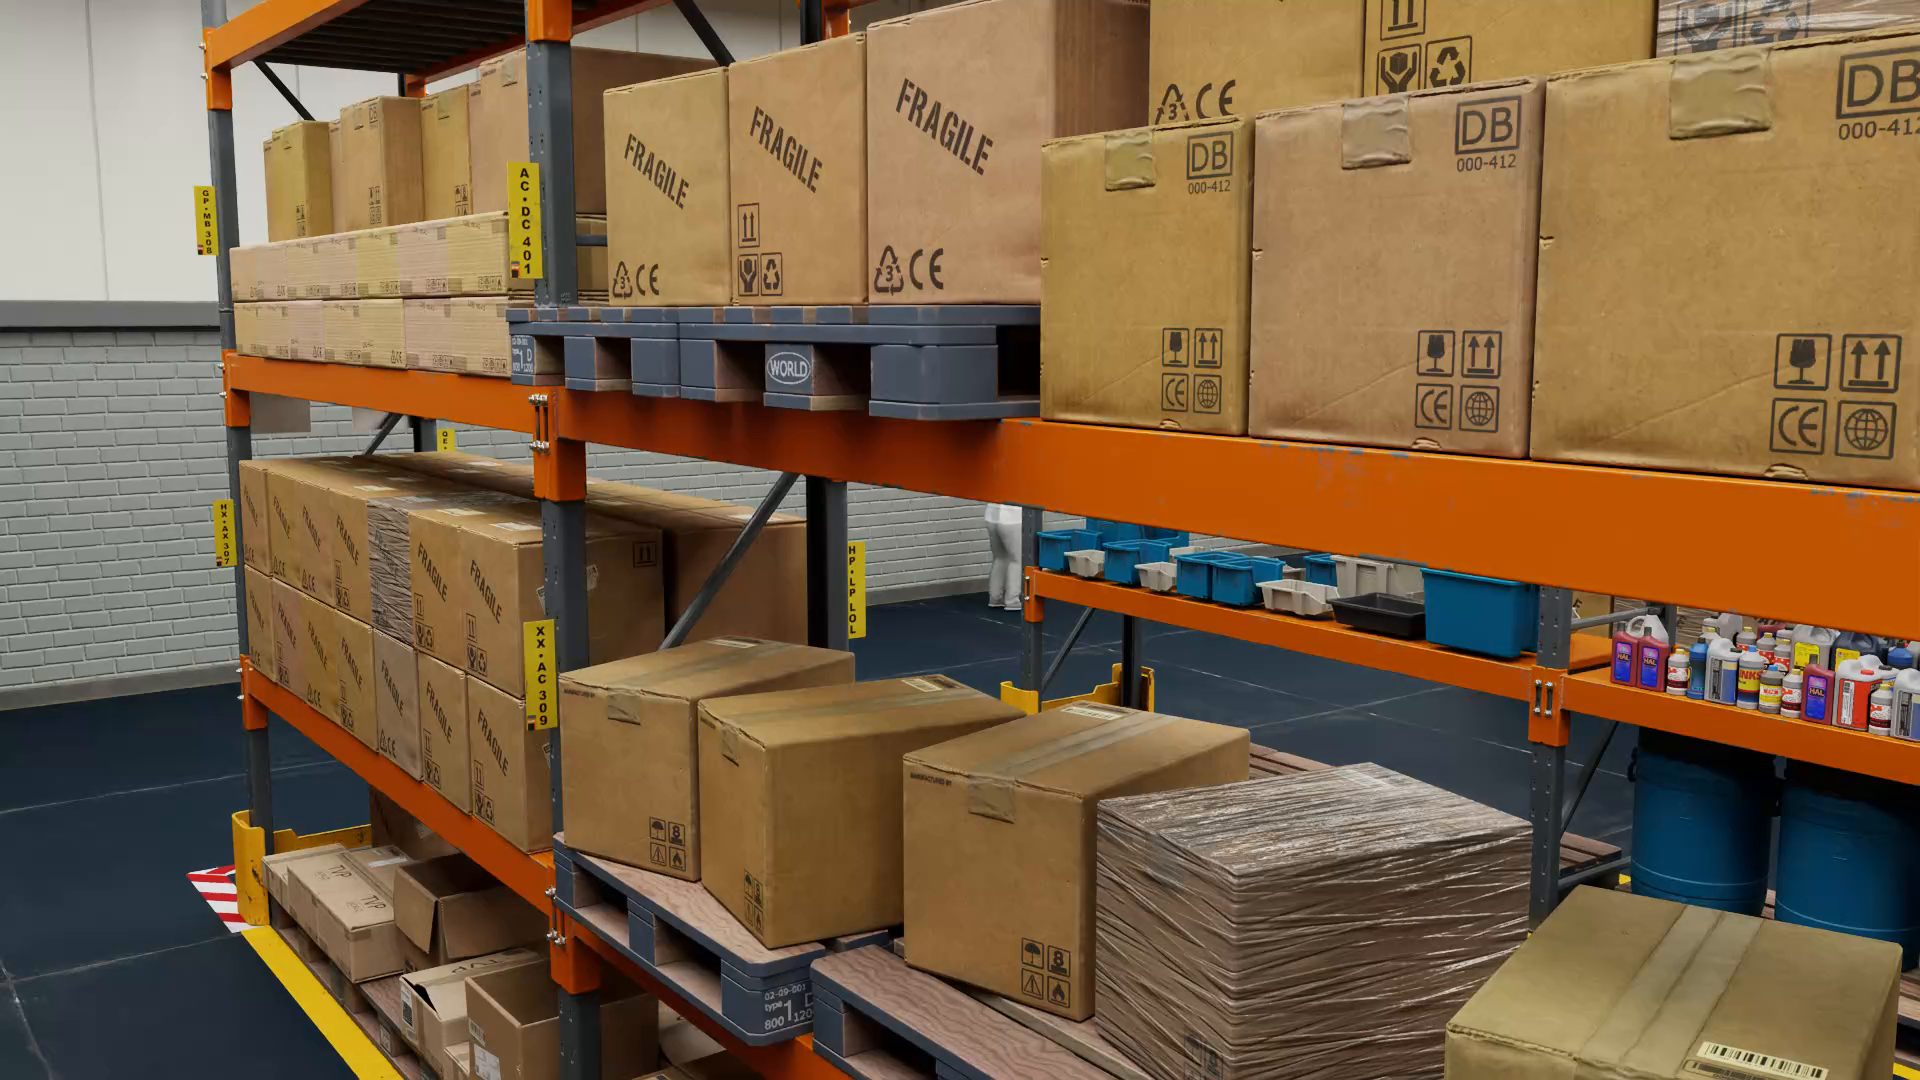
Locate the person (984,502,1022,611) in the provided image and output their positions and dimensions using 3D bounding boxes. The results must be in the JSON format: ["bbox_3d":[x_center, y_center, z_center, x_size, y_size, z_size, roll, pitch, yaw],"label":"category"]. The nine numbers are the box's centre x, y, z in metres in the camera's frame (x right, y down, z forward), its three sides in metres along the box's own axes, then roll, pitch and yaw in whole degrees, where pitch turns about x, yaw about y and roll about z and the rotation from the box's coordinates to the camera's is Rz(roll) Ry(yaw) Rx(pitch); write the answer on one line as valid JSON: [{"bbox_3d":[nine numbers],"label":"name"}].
[{"bbox_3d":[0.520,-0.177,17.023,0.566,1.763,0.493,-6,10,-36],"label":"person"}]
